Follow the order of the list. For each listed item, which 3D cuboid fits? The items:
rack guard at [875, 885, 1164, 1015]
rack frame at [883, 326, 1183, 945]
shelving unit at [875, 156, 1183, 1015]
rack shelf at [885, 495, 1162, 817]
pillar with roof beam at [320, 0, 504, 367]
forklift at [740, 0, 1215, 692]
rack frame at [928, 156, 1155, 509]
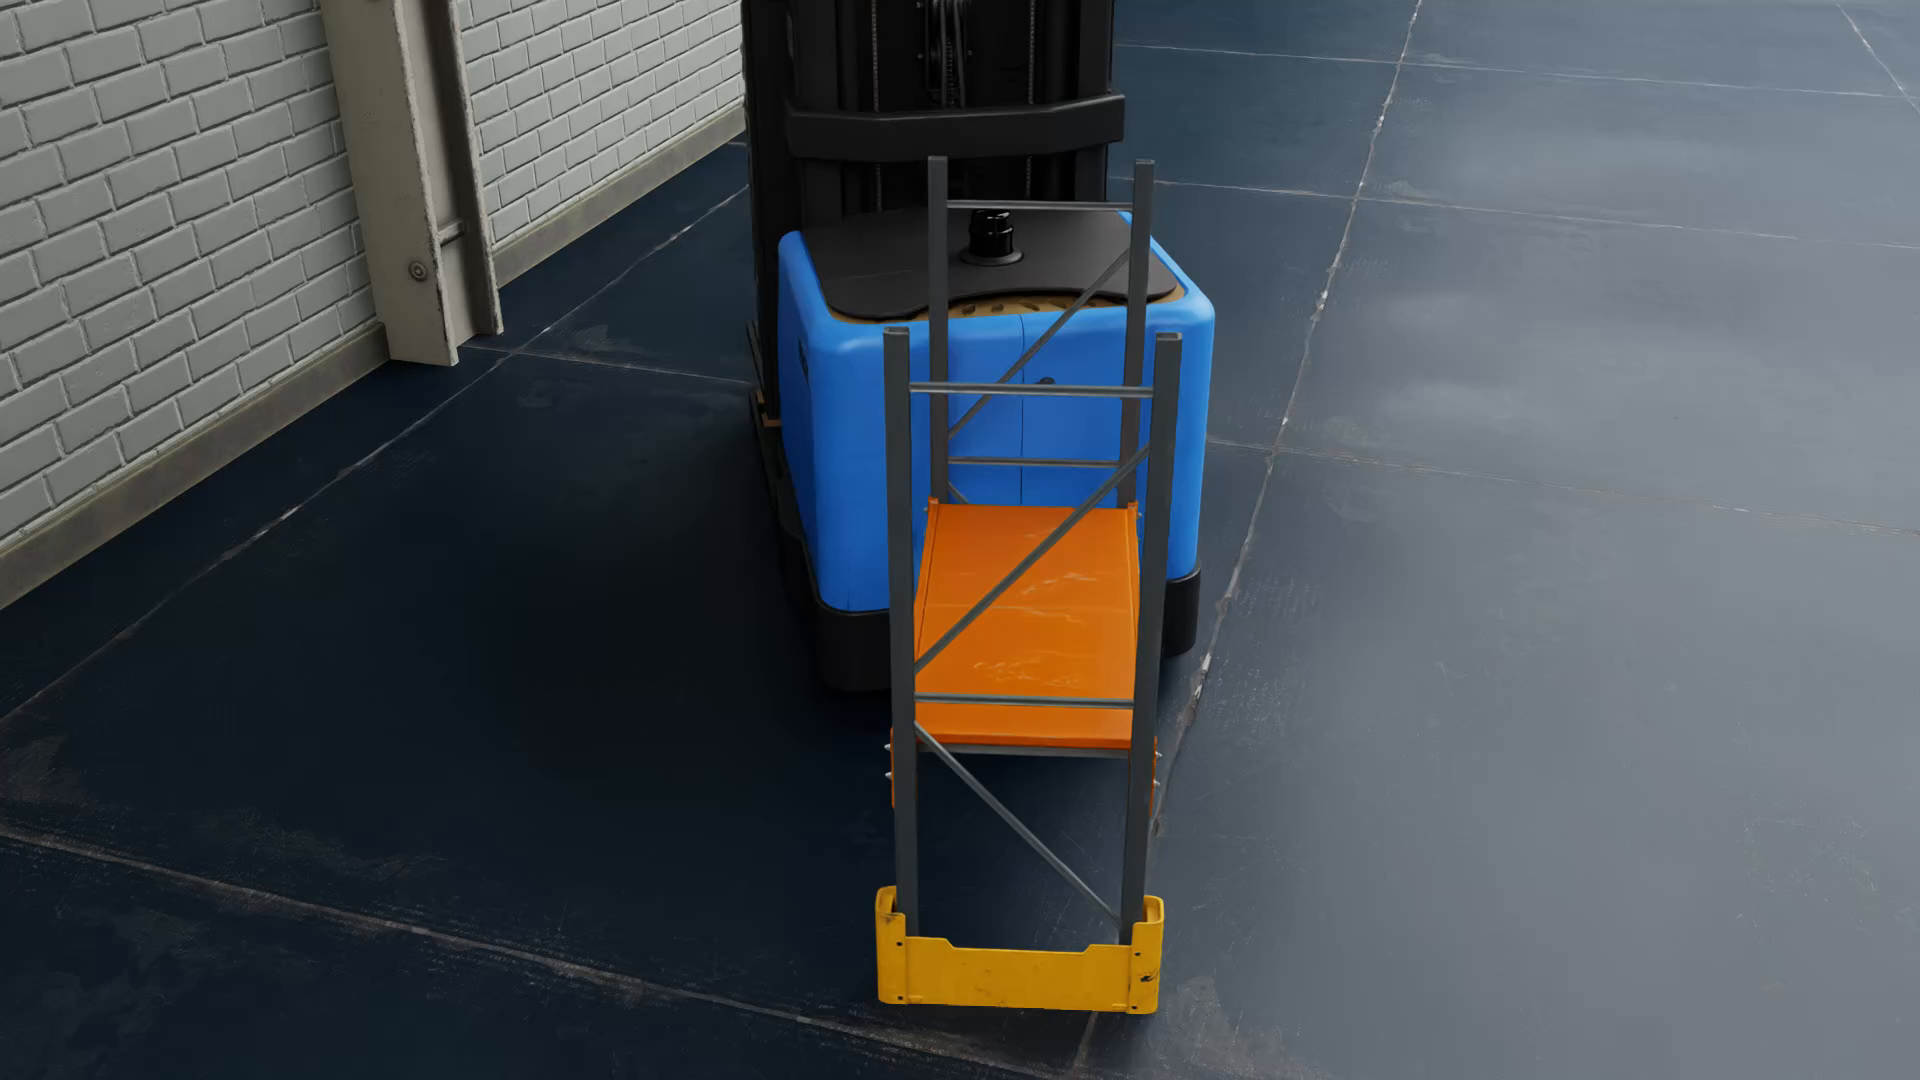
[{"bbox_3d":[0.121,0.854,3.459,0.587,0.250,0.087,2,29,3],"label":"rack guard"},{"bbox_3d":[0.121,0.308,3.154,0.500,1.500,0.032,2,29,3],"label":"rack frame"},{"bbox_3d":[0.149,0.066,3.589,0.587,1.500,1.083,2,29,3],"label":"shelving unit"},{"bbox_3d":[0.150,0.218,3.685,0.538,0.185,1.000,2,29,3],"label":"rack shelf"},{"bbox_3d":[2.051,-4.106,3.374,9.100,9.000,0.400,8,30,15],"label":"pillar with roof beam"},{"bbox_3d":[-0.139,-1.580,5.074,1.130,2.935,3.031,-6,30,-10],"label":"forklift"},{"bbox_3d":[0.179,-0.185,4.041,0.500,1.500,0.032,2,29,3],"label":"rack frame"}]
